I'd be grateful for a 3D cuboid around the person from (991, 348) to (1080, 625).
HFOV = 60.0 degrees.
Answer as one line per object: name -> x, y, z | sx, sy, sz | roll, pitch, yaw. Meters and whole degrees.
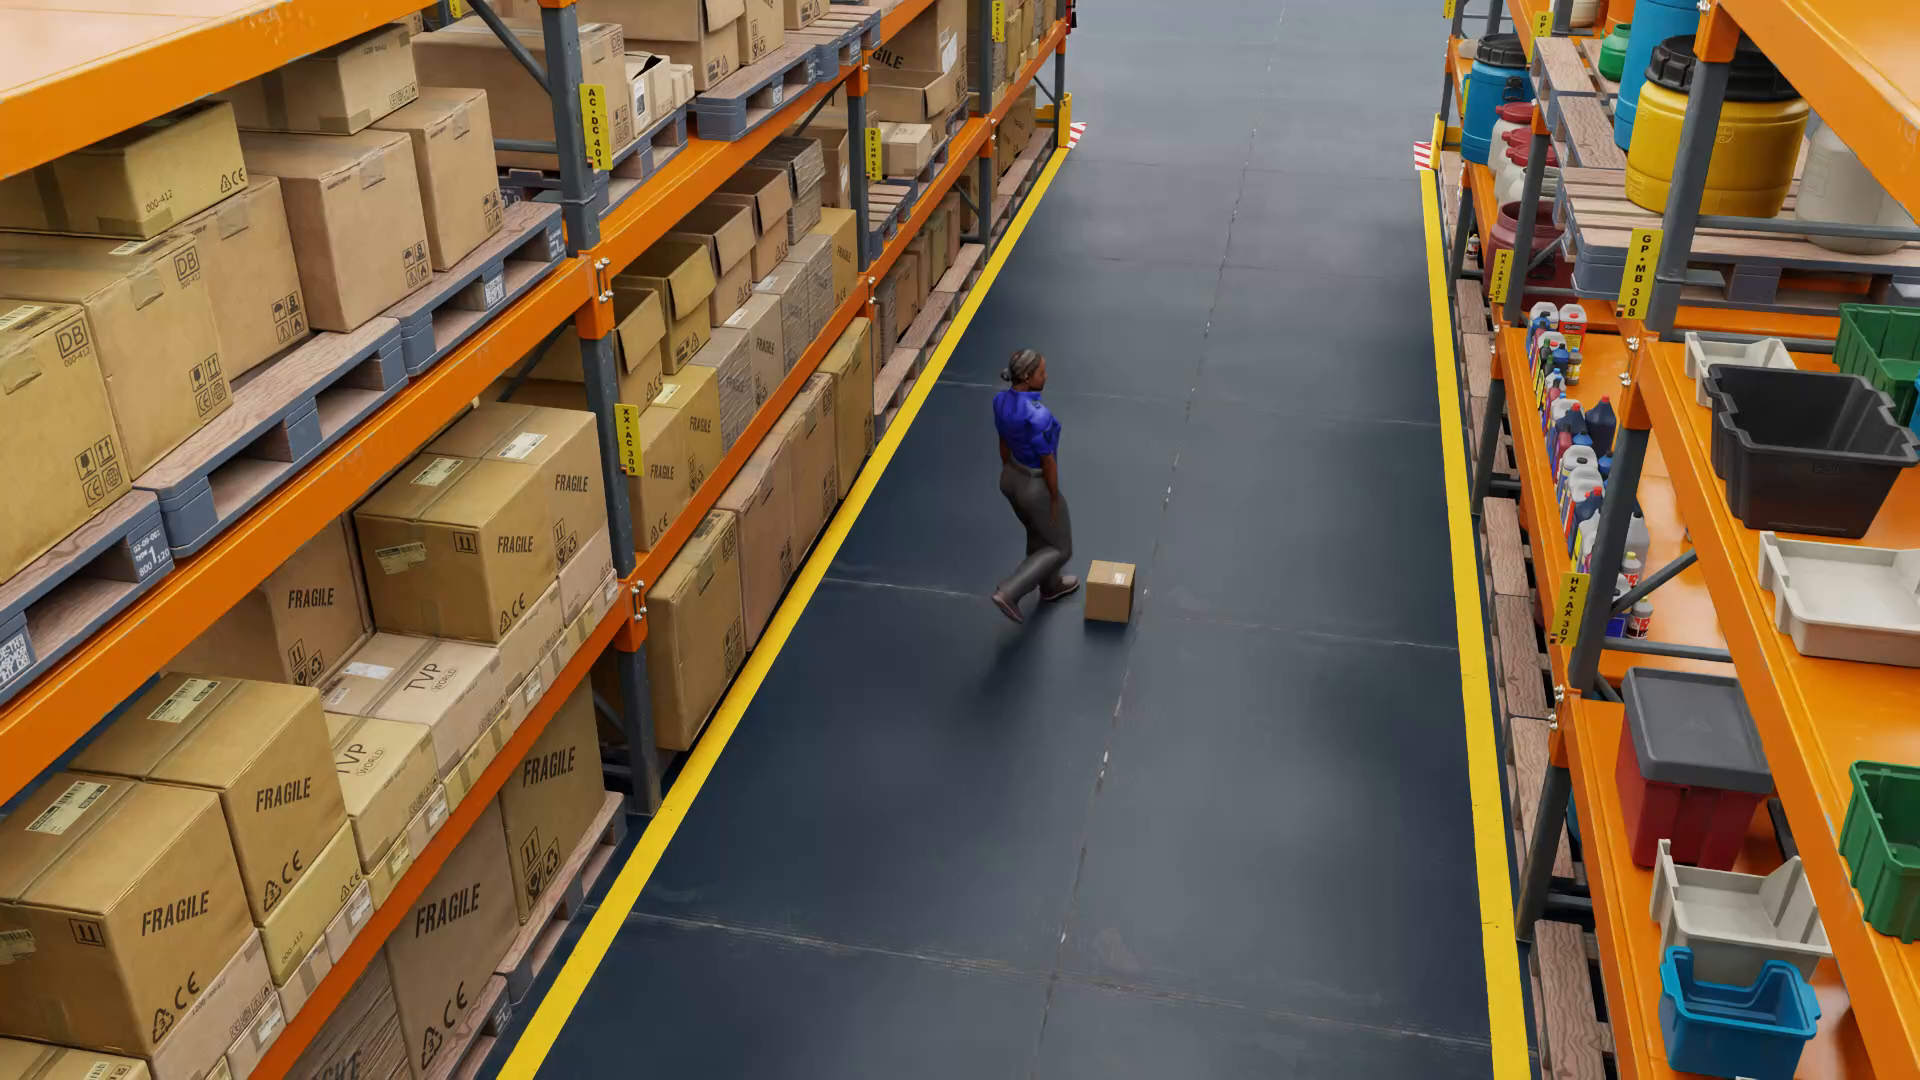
person -> 0.428, -0.310, 9.189 | 0.777, 1.625, 0.474 | -18, 34, -29
